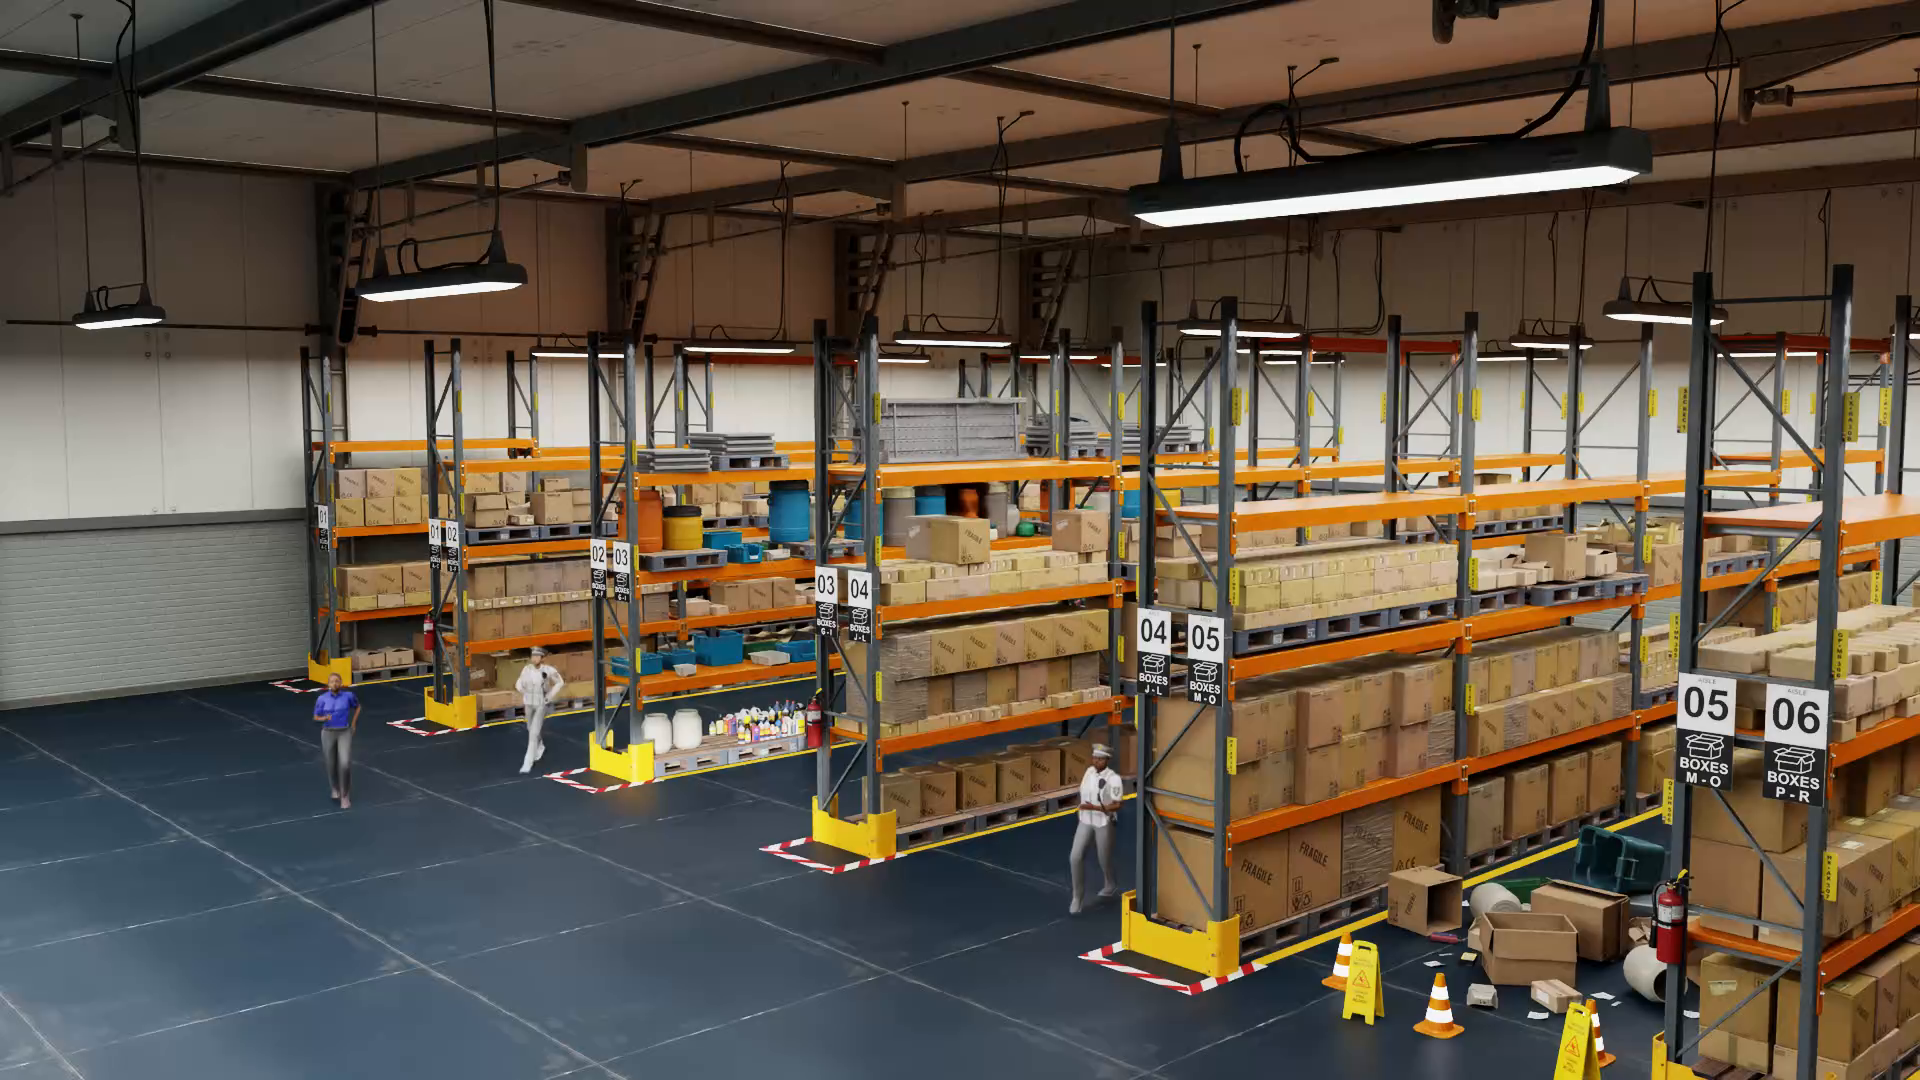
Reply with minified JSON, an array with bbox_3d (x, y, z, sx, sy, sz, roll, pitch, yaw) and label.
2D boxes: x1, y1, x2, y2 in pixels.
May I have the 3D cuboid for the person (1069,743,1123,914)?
[{"bbox_3d":[1.412,2.875,16.688,0.549,1.745,0.724,3,6,33],"label":"person"}]

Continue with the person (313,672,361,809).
[{"bbox_3d":[-7.808,2.514,20.861,0.555,1.713,0.702,-2,5,-18],"label":"person"}]

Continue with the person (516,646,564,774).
[{"bbox_3d":[-5.819,2.302,22.967,0.622,1.728,0.837,1,5,12],"label":"person"}]
